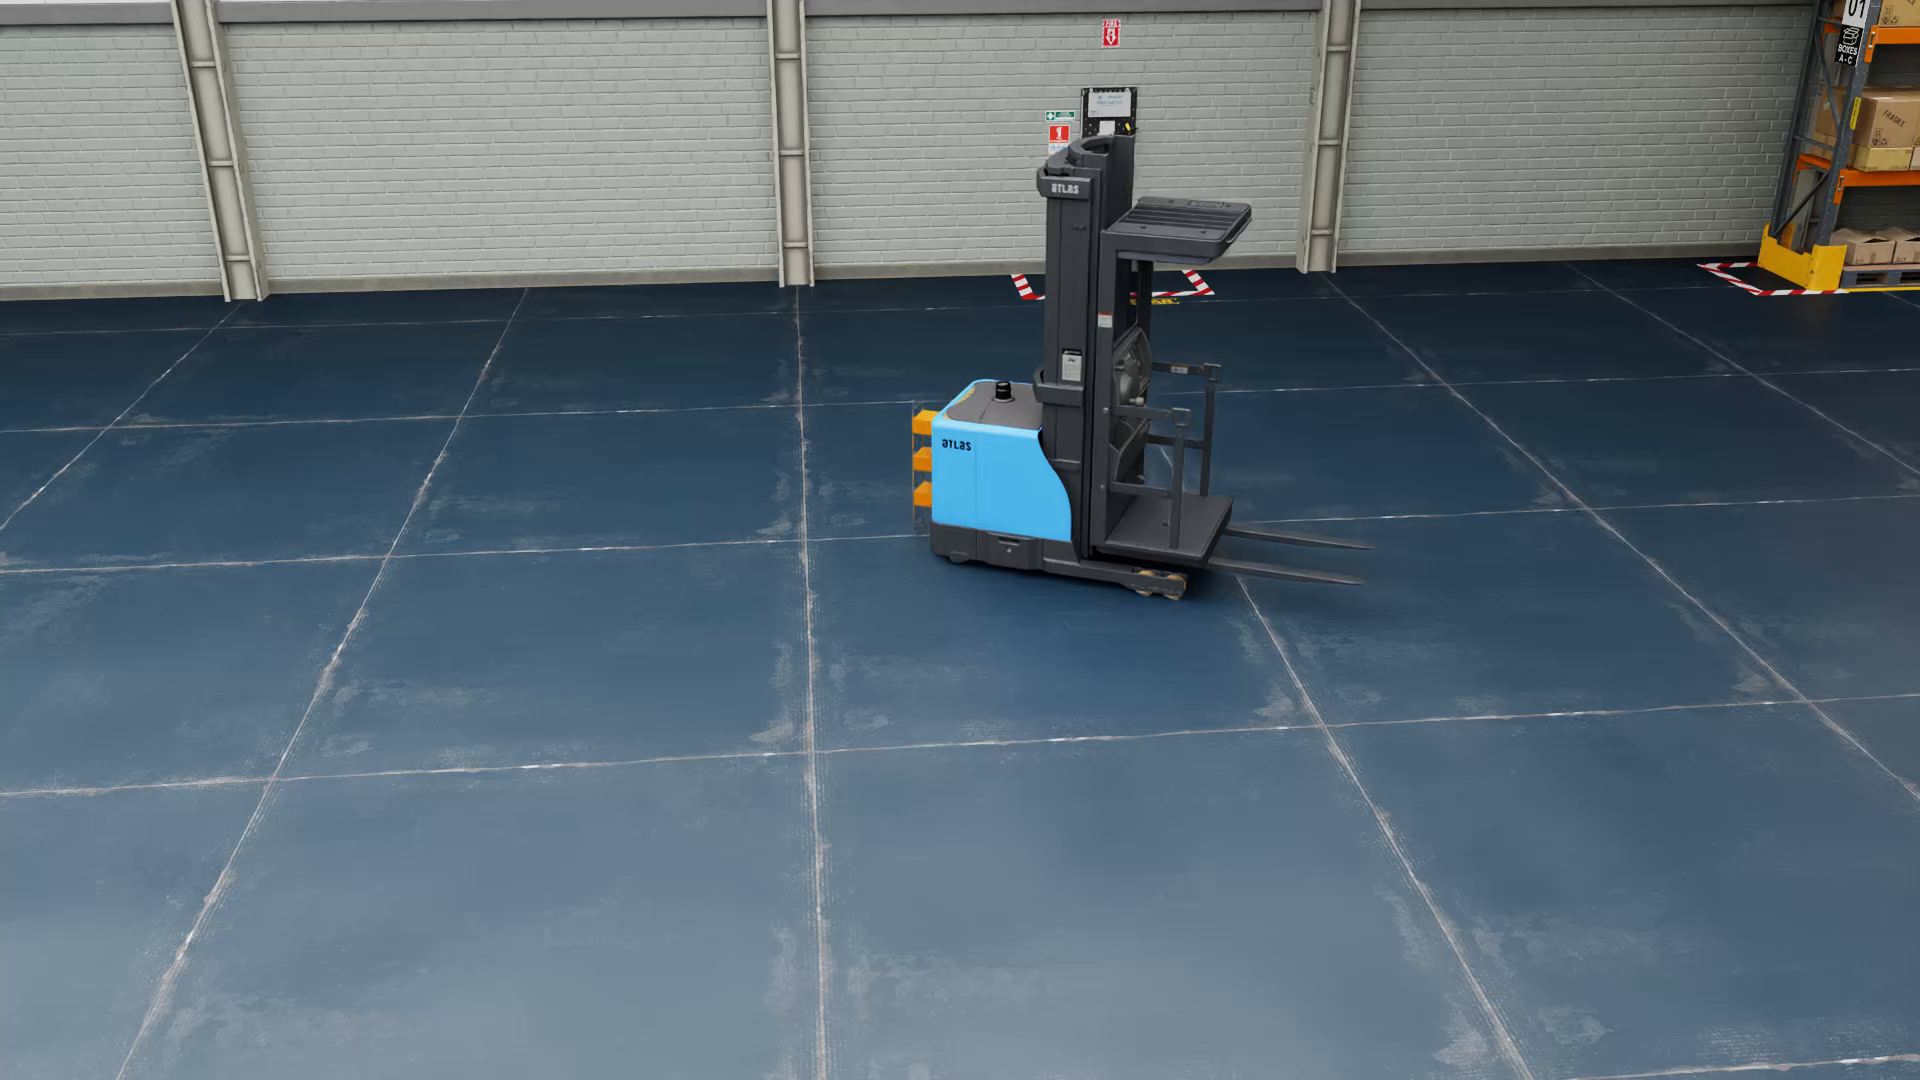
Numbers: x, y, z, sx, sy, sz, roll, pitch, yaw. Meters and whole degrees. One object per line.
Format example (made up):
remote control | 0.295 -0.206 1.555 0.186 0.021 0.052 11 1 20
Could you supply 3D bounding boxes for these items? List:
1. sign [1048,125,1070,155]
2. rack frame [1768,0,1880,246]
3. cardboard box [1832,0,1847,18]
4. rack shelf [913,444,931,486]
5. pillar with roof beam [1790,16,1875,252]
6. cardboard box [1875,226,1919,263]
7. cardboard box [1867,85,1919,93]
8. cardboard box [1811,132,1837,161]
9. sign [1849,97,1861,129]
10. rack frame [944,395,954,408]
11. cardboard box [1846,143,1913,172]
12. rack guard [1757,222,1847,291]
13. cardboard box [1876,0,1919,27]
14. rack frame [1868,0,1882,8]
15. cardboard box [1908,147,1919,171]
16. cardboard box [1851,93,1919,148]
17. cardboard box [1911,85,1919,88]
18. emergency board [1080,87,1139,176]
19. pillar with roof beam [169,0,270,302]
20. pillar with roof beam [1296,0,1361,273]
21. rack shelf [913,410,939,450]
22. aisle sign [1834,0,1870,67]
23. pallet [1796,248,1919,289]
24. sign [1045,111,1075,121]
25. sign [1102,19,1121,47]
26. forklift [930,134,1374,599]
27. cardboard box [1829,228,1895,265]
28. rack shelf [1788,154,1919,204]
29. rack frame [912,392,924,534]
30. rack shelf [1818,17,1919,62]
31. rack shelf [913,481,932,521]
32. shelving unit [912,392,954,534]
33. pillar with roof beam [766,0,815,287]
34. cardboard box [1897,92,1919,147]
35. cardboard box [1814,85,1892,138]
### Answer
sign | 1.106 -4.466 18.560 0.234 0.329 0.001 -2 24 -5
rack frame | 9.489 -4.375 18.400 0.127 3.000 1.000 -2 24 -5
cardboard box | 9.879 -5.920 18.034 0.500 0.500 0.500 -1 24 -1
rack shelf | -0.194 -0.535 12.188 0.240 0.259 0.215 9 25 18
pillar with roof beam | 10.524 -5.754 14.116 0.400 9.000 9.100 -2 24 -5
cardboard box | 10.754 -3.361 18.888 0.500 0.311 0.500 0 24 -1
cardboard box | 10.439 -4.779 18.546 0.500 0.500 0.500 -2 24 -4
cardboard box | 9.935 -4.413 18.645 0.500 0.250 0.500 -2 24 -4
sign | 9.542 -4.551 17.731 0.005 0.325 0.100 -2 24 -5
rack frame | -0.079 -0.528 12.145 0.008 1.050 0.200 9 25 18
cardboard box | 10.006 -4.207 18.182 0.500 0.250 0.500 -3 24 -7
rack guard | 9.565 -3.236 18.915 0.348 0.500 1.175 -2 24 -5
cardboard box | 9.846 -5.713 17.569 0.500 0.500 0.500 -2 24 -4
rack frame | 9.489 -7.117 17.182 0.127 3.000 1.000 -2 24 -5
cardboard box | 10.521 -4.233 18.241 0.500 0.250 0.500 -3 24 -7
cardboard box | 9.994 -4.556 18.044 0.500 0.500 0.500 -2 24 -5
cardboard box | 10.953 -4.802 18.597 0.500 0.500 0.500 -3 24 -7
emergency board | 1.667 -4.430 18.524 0.643 1.169 0.194 -2 24 -5
pillar with roof beam | -7.389 -5.035 12.500 0.400 9.000 9.100 -2 24 -5
pillar with roof beam | 4.553 -5.515 13.577 0.400 9.000 9.100 -2 24 -5
rack shelf | -0.194 -0.795 12.073 0.240 0.259 0.215 9 25 18
aisle sign | 9.447 -5.439 17.593 0.004 0.787 0.394 -2 24 -5
pallet | 10.376 -3.122 19.014 1.213 0.211 1.003 -2 24 -5
sign | 1.112 -4.705 18.445 0.331 0.109 0.001 -2 24 -5
sign | 1.649 -5.529 18.143 0.199 0.298 0.001 -2 24 -5
forklift | 1.358 -1.178 11.291 3.031 2.935 1.130 8 25 18
cardboard box | 10.186 -3.339 18.837 0.500 0.311 0.500 -5 24 -11
rack shelf | 11.479 -4.126 18.726 4.000 0.370 1.077 -2 24 -5
rack frame | -0.308 -0.562 12.222 0.008 1.050 0.200 9 25 18
rack shelf | 11.479 -5.497 18.117 4.000 0.370 1.077 -2 24 -5
rack shelf | -0.194 -0.281 12.301 0.240 0.259 0.215 9 25 18
shelving unit | -0.194 -0.545 12.184 0.252 1.050 0.215 9 25 18
pillar with roof beam | -1.418 -5.275 13.039 0.400 9.000 9.100 -2 24 -5
cardboard box | 10.486 -4.572 18.079 0.500 0.500 0.500 -2 24 -5
cardboard box | 9.937 -4.763 18.510 0.500 0.500 0.500 -3 24 -6
